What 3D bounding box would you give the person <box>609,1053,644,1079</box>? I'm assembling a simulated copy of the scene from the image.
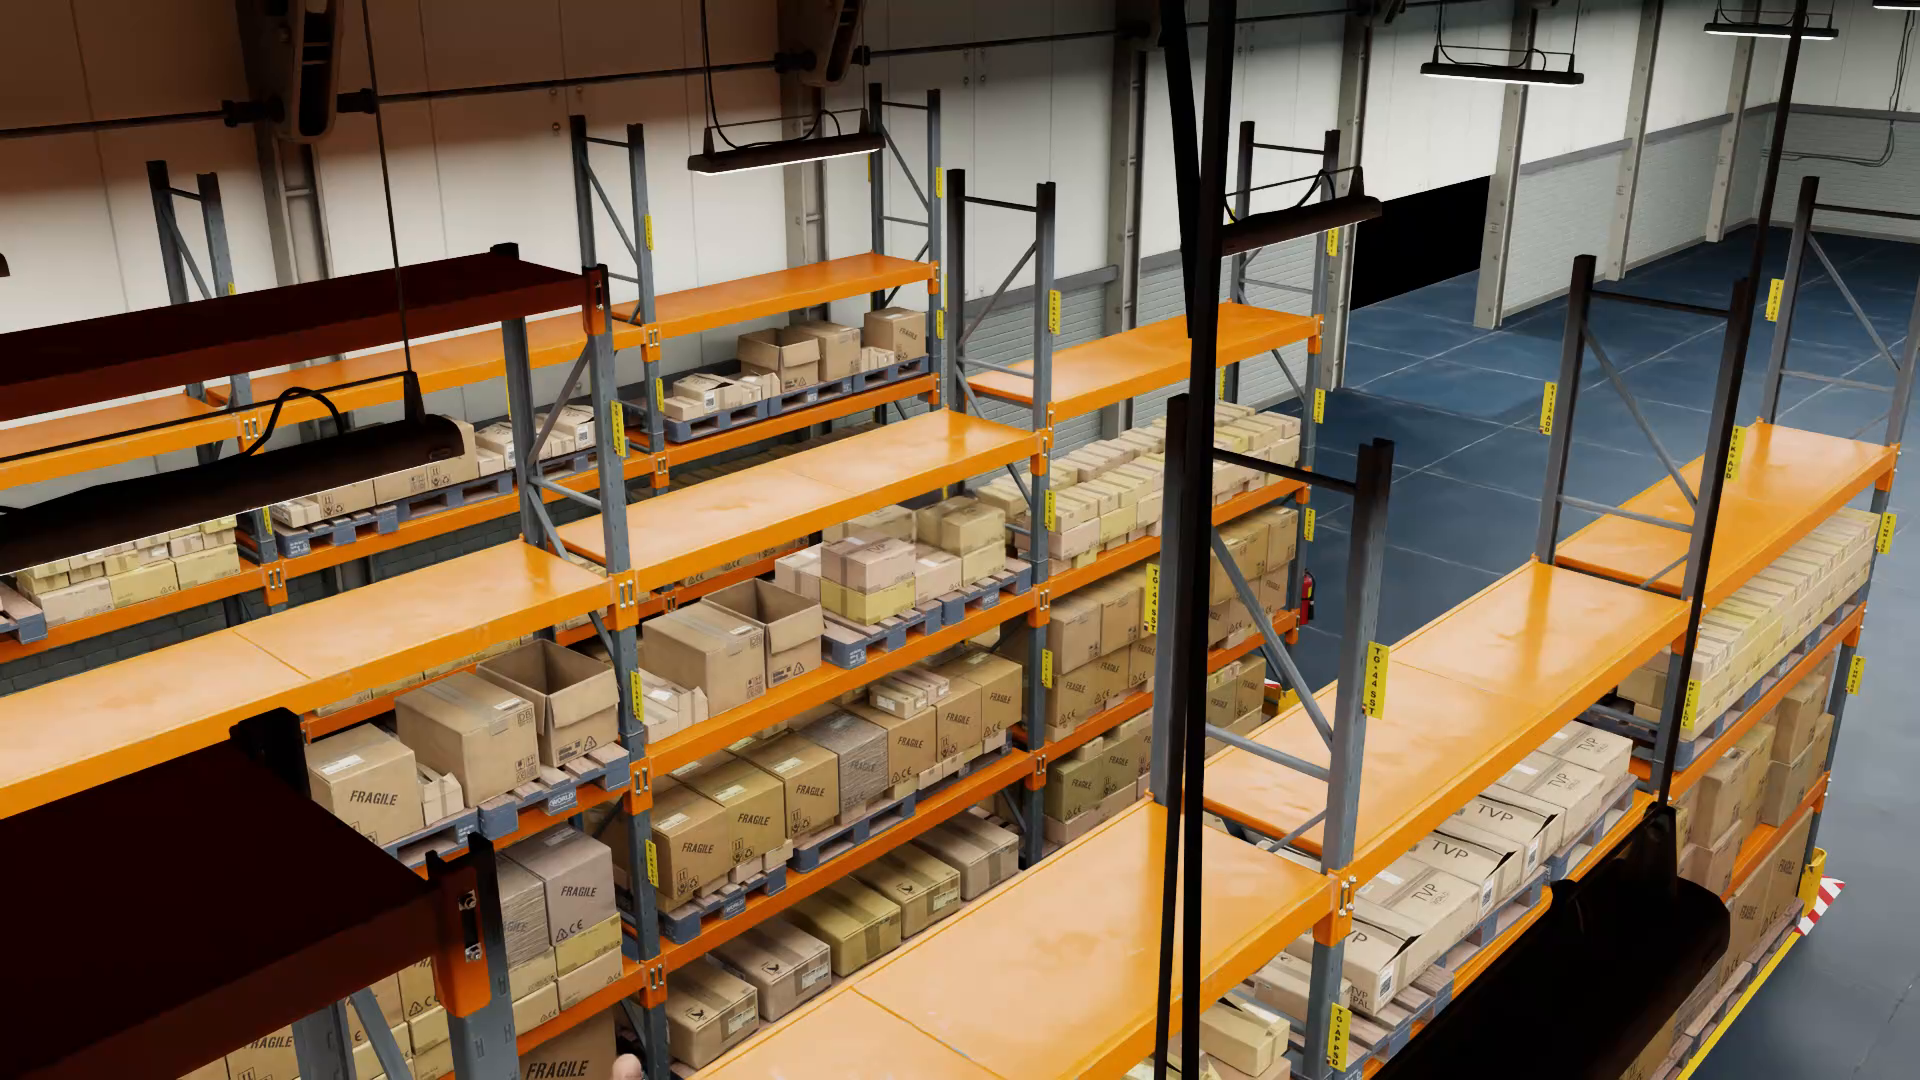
[{"bbox_3d":[-1.903,3.744,9.890,0.632,1.775,0.581,0,21,1],"label":"person"}]
